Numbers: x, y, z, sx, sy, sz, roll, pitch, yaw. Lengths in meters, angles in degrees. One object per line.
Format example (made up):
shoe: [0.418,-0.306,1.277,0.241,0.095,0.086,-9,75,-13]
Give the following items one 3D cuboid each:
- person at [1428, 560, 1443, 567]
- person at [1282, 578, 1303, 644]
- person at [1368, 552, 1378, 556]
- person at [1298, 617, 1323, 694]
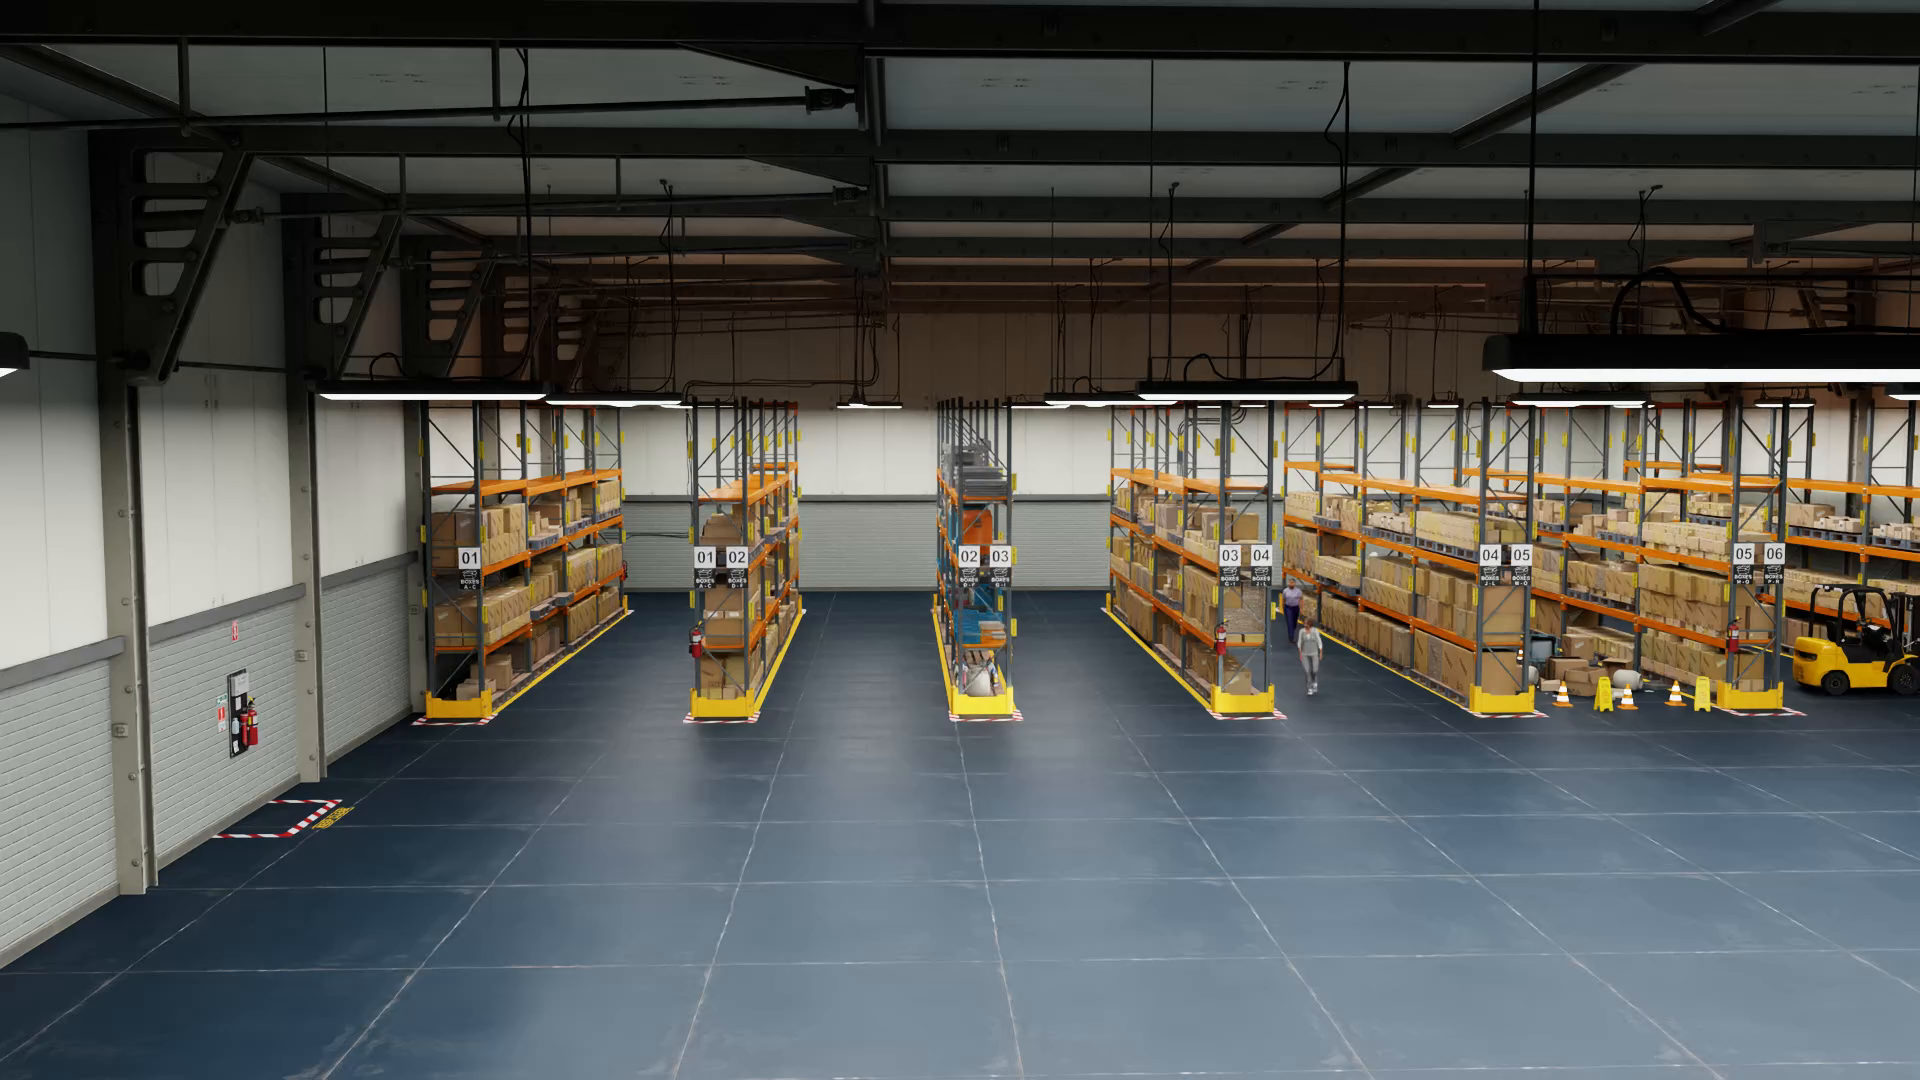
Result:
person: [14.743,0.876,51.399,0.984,1.743,0.576,-2,5,-22]
person: [8.250,1.739,41.188,0.459,1.575,1.034,0,4,-5]
person: [11.659,1.222,46.831,0.574,1.775,0.457,-3,5,-36]
person: [7.108,2.355,33.755,0.498,1.541,0.455,1,5,17]
